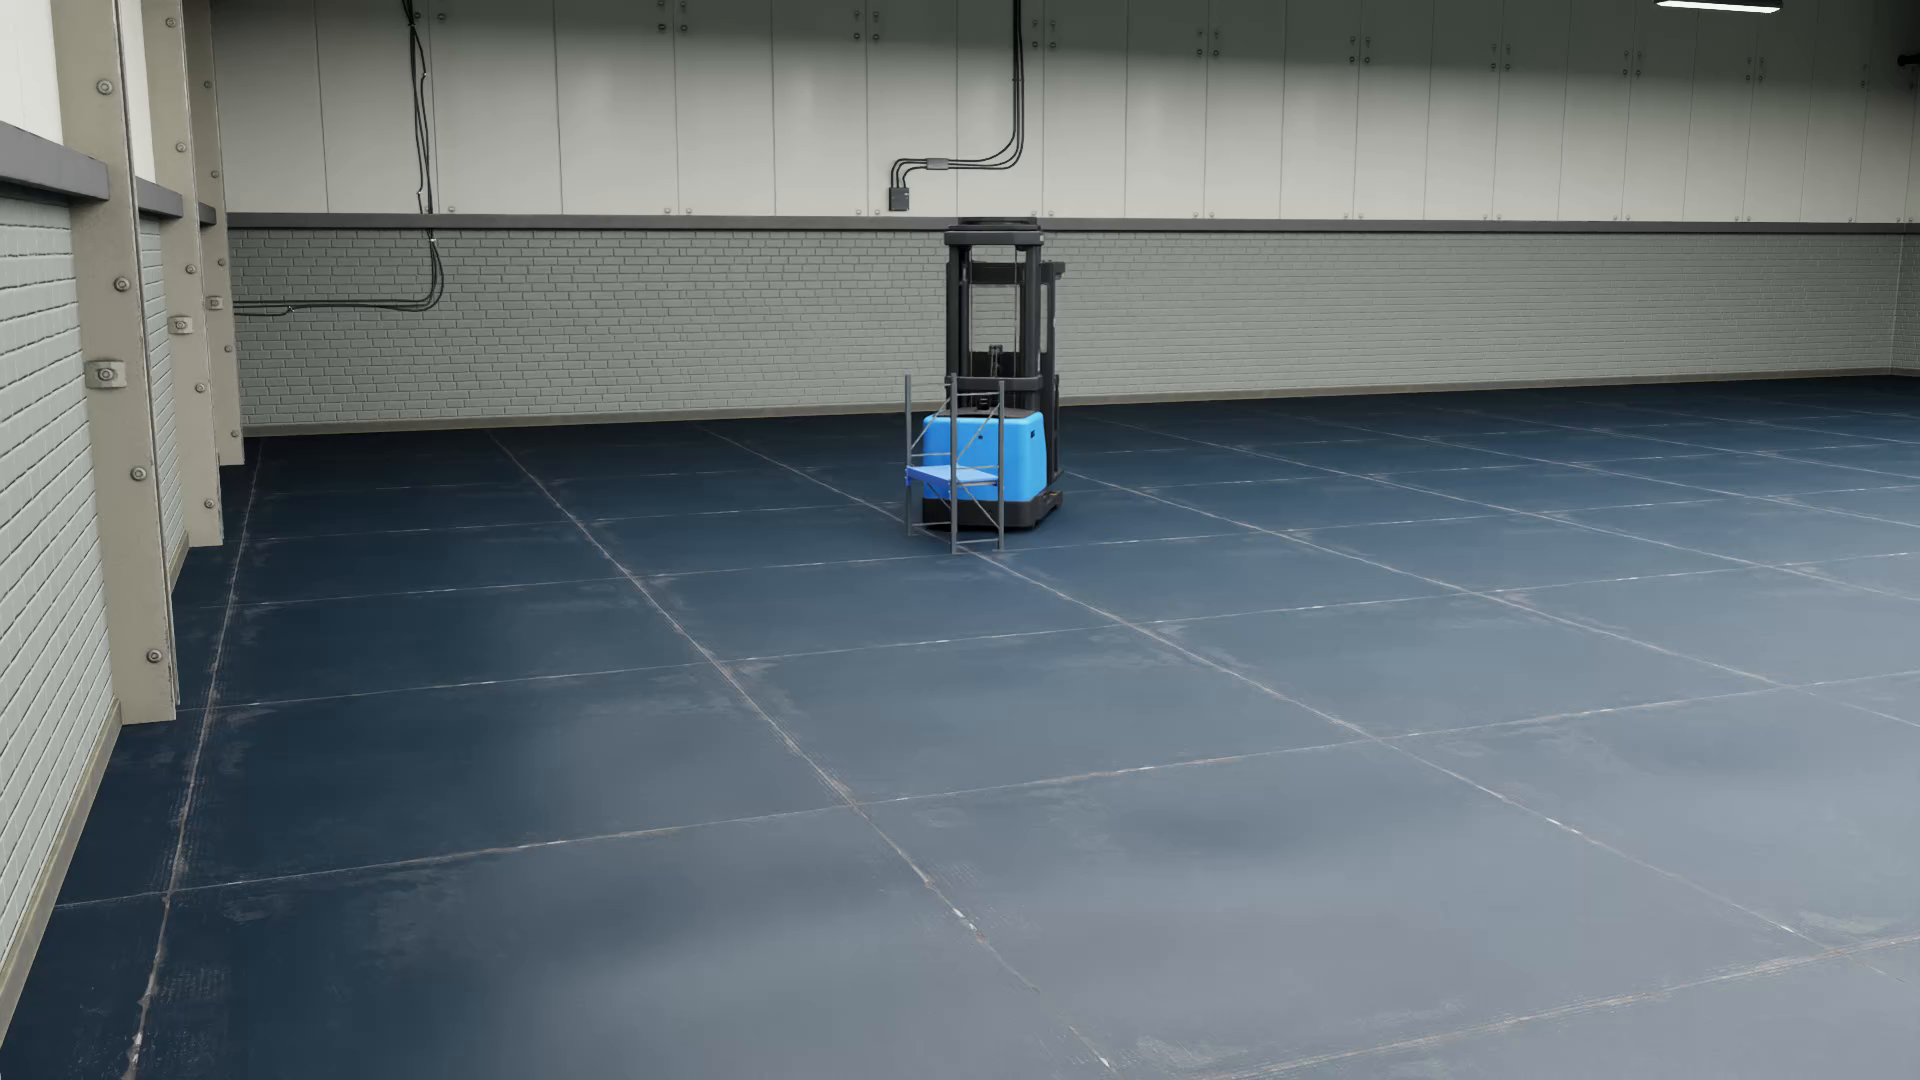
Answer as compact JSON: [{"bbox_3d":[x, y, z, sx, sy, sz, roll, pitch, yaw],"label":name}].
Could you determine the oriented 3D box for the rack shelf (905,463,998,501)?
[{"bbox_3d":[-0.058,-0.529,14.969,0.538,0.185,1.000,-5,11,-24],"label":"rack shelf"}]

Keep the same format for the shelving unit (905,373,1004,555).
[{"bbox_3d":[-0.058,-0.706,14.938,0.538,1.500,1.048,-5,11,-24],"label":"shelving unit"}]

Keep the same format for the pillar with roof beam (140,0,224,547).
[{"bbox_3d":[-2.854,-4.680,15.864,9.100,9.000,0.400,-4,11,-21],"label":"pillar with roof beam"}]

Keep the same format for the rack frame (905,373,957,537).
[{"bbox_3d":[-0.266,-0.787,15.394,0.500,1.500,0.032,-5,11,-24],"label":"rack frame"}]

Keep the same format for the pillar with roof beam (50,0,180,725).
[{"bbox_3d":[-0.679,-3.700,10.358,9.100,9.000,0.400,-4,11,-21],"label":"pillar with roof beam"}]

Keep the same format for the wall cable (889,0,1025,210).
[{"bbox_3d":[-0.021,-8.225,26.084,2.305,6.003,0.169,-4,11,-21],"label":"wall cable"}]

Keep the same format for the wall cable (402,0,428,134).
[{"bbox_3d":[-6.354,-7.080,23.804,3.097,2.526,0.112,-4,11,-21],"label":"wall cable"}]

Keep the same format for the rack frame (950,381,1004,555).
[{"bbox_3d":[0.151,-0.625,14.481,0.500,1.500,0.032,-5,11,-24],"label":"rack frame"}]

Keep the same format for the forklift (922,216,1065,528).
[{"bbox_3d":[0.453,-1.767,16.816,1.130,2.935,3.031,2,10,12],"label":"forklift"}]

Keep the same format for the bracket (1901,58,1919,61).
[{"bbox_3d":[19.193,-9.493,32.644,0.076,0.066,3.189,-4,11,-21],"label":"bracket"}]

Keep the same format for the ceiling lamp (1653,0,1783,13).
[{"bbox_3d":[10.254,-8.848,22.627,2.000,3.185,0.800,-4,11,-21],"label":"ceiling lamp"}]

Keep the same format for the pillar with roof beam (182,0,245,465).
[{"bbox_3d":[-5.028,-5.659,21.370,9.100,9.000,0.400,-4,11,-21],"label":"pillar with roof beam"}]

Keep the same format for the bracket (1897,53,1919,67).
[{"bbox_3d":[18.979,-9.589,33.186,0.235,0.232,0.430,-4,11,-21],"label":"bracket"}]

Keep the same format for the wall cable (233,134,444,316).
[{"bbox_3d":[-8.875,-4.422,23.281,3.097,2.526,0.112,-4,11,-21],"label":"wall cable"}]
